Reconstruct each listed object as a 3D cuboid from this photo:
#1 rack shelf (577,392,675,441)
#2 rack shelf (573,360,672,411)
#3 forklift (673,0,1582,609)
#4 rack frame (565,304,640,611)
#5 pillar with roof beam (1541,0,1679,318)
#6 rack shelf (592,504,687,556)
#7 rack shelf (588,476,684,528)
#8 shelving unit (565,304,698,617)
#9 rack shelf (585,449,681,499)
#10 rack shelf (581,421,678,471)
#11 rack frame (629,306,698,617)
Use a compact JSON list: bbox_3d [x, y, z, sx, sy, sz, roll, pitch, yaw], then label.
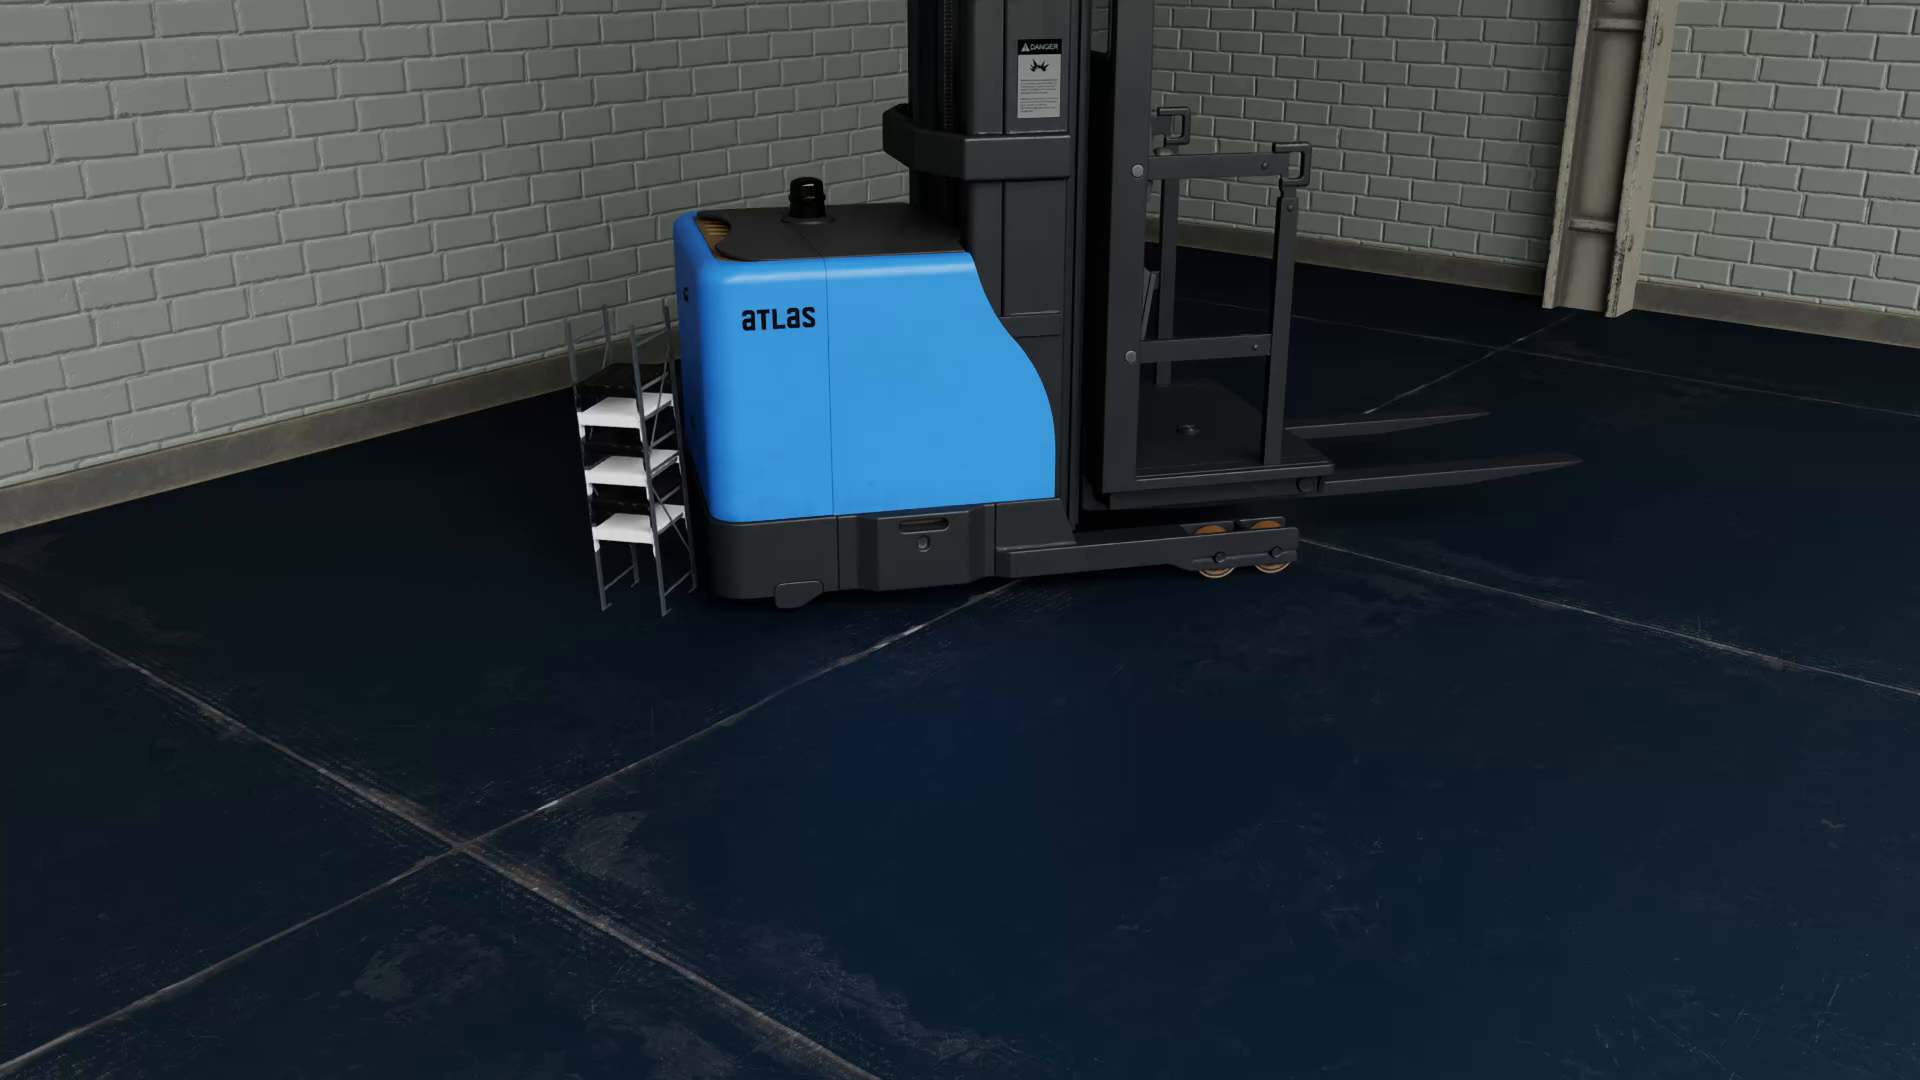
[{"bbox_3d":[-0.985,-0.374,4.951,0.200,0.077,0.258,4,22,16],"label":"rack shelf"},{"bbox_3d":[-0.989,-0.458,4.918,0.200,0.077,0.258,4,22,16],"label":"rack shelf"},{"bbox_3d":[0.611,-1.424,5.291,3.031,2.935,1.130,-5,21,-13],"label":"forklift"},{"bbox_3d":[-1.077,-0.244,5.033,0.006,0.900,0.240,4,22,16],"label":"rack frame"},{"bbox_3d":[0.678,-4.294,4.301,0.400,9.000,9.100,16,26,36],"label":"pillar with roof beam"},{"bbox_3d":[-0.971,-0.039,5.082,0.200,0.077,0.258,4,22,16],"label":"rack shelf"},{"bbox_3d":[-0.975,-0.123,5.049,0.200,0.077,0.258,4,22,16],"label":"rack shelf"},{"bbox_3d":[-0.979,-0.237,5.004,0.210,0.900,0.258,4,22,16],"label":"shelving unit"},{"bbox_3d":[-0.978,-0.206,5.016,0.200,0.077,0.258,4,22,16],"label":"rack shelf"},{"bbox_3d":[-0.982,-0.290,4.984,0.200,0.077,0.258,4,22,16],"label":"rack shelf"},{"bbox_3d":[-0.882,-0.230,4.975,0.006,0.900,0.240,4,22,16],"label":"rack frame"}]
